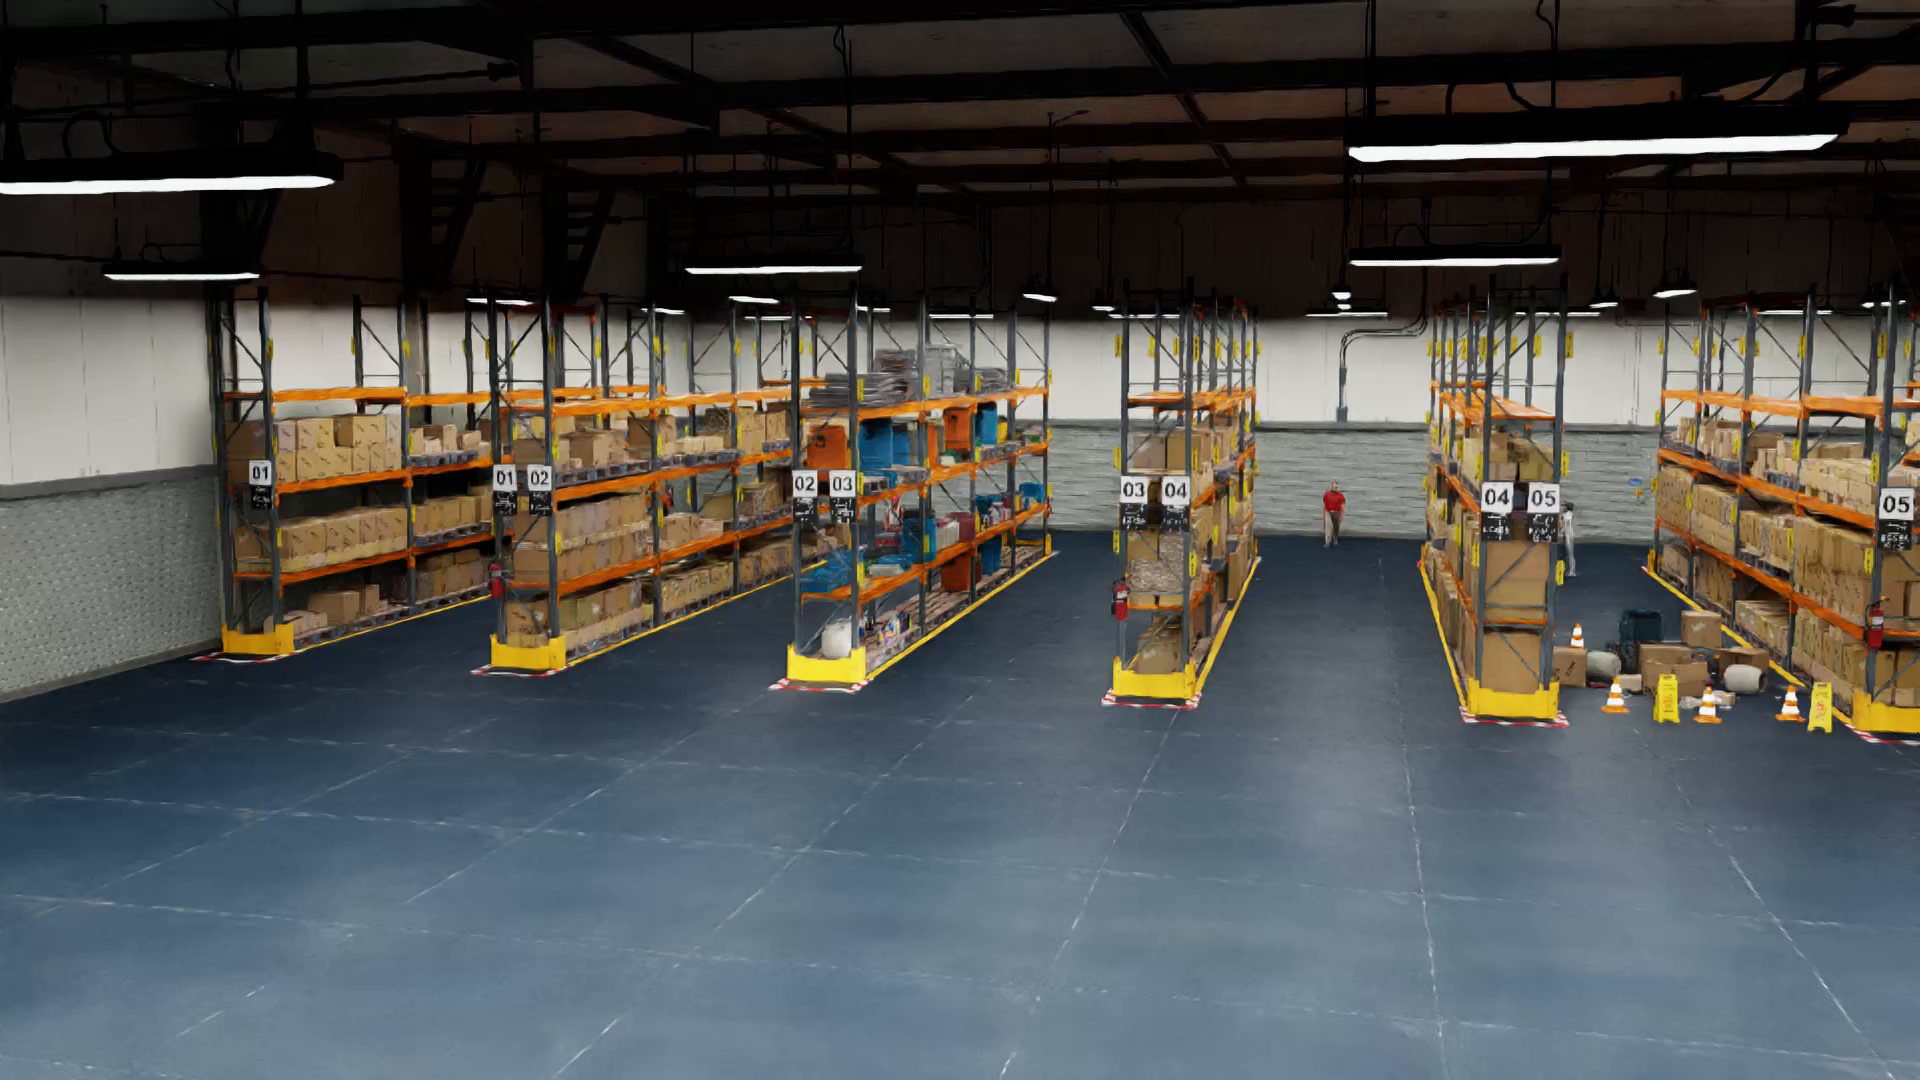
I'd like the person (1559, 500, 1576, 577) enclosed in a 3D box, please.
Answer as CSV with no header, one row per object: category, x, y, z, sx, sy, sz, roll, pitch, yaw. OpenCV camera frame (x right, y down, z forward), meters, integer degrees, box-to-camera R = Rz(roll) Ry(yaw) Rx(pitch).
person,13.377,-0.042,36.659,0.470,1.666,0.639,3,7,25

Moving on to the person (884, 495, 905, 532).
person,-1.477,-0.207,37.851,0.553,1.709,1.123,2,7,16

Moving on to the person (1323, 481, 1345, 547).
person,9.463,-0.667,42.106,0.540,1.646,1.130,1,7,11

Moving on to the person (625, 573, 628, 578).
person,-6.816,0.347,33.112,0.729,1.733,0.546,1,7,12
